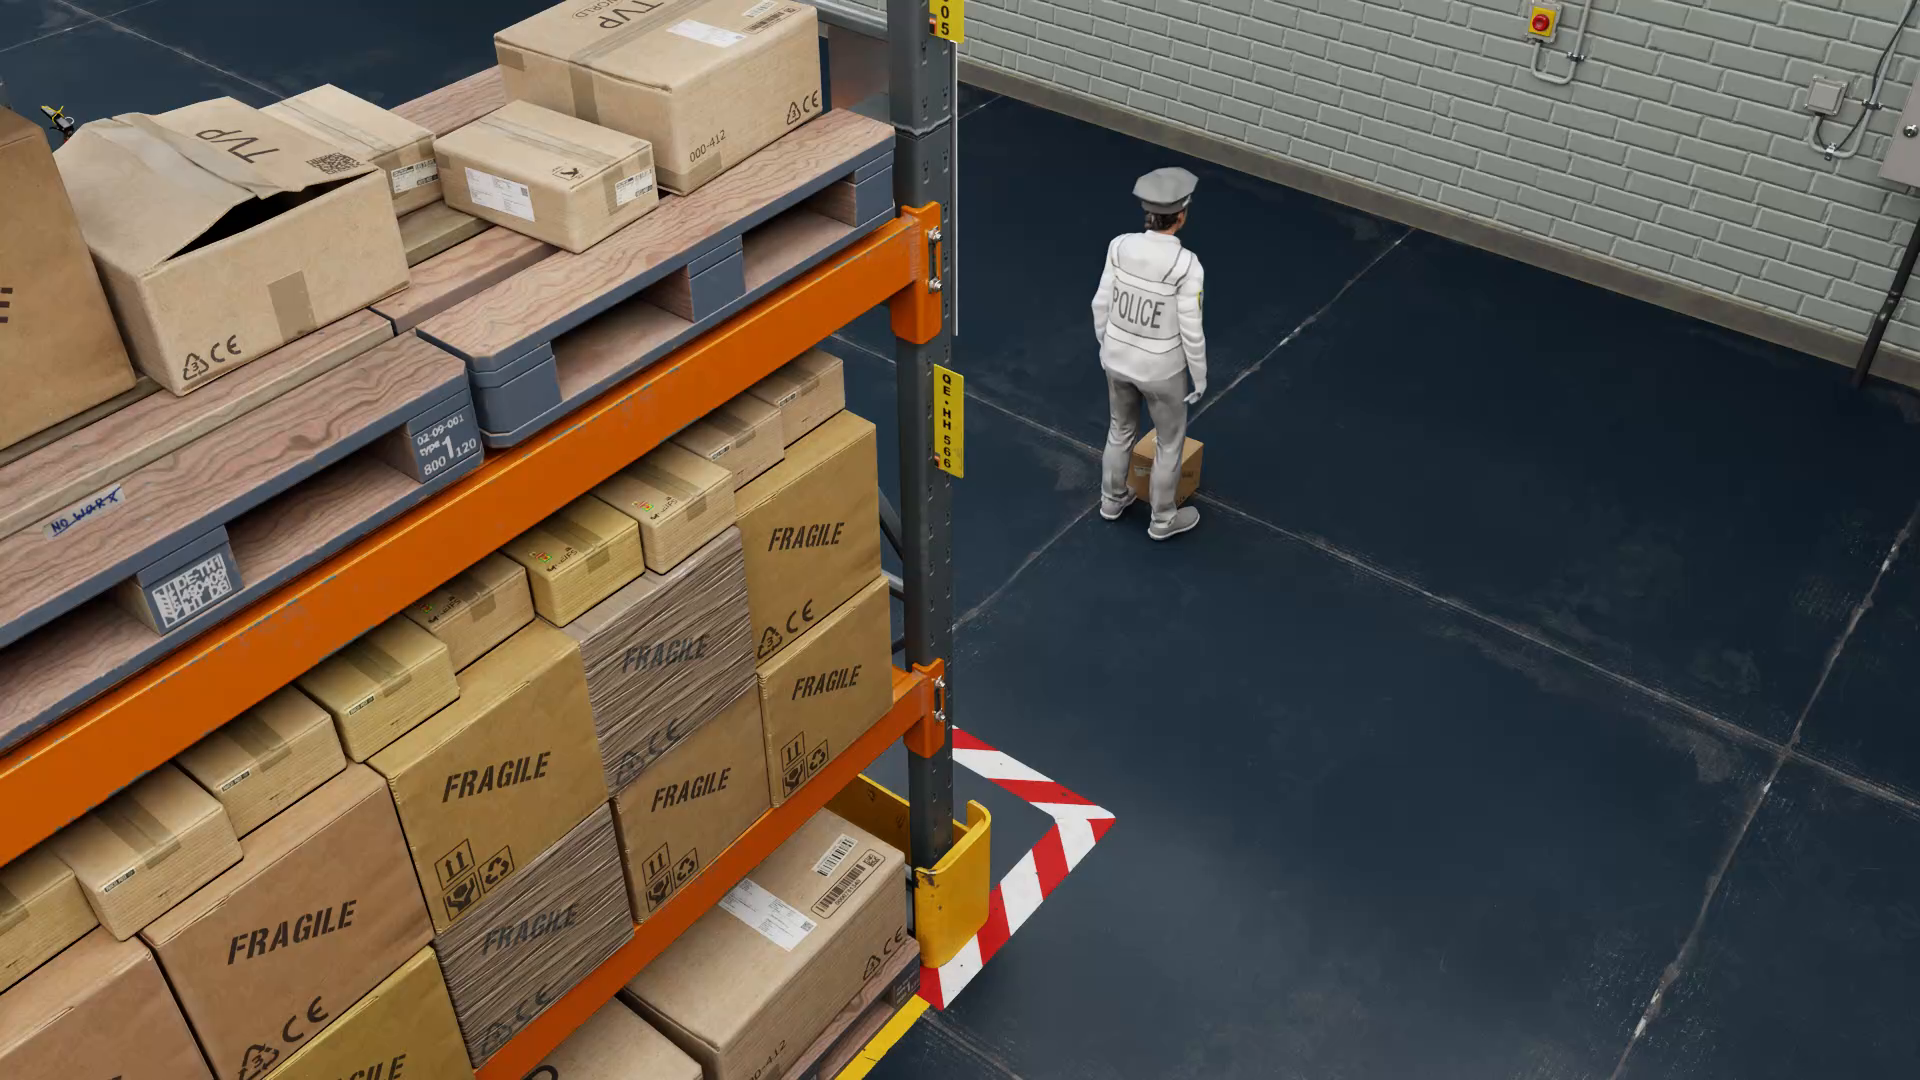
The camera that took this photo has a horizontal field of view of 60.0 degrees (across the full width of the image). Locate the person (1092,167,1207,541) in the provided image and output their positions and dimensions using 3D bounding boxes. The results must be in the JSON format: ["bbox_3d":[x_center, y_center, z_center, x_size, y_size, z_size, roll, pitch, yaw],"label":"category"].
[{"bbox_3d":[0.806,-0.757,7.083,0.533,1.663,0.379,25,45,28],"label":"person"}]
